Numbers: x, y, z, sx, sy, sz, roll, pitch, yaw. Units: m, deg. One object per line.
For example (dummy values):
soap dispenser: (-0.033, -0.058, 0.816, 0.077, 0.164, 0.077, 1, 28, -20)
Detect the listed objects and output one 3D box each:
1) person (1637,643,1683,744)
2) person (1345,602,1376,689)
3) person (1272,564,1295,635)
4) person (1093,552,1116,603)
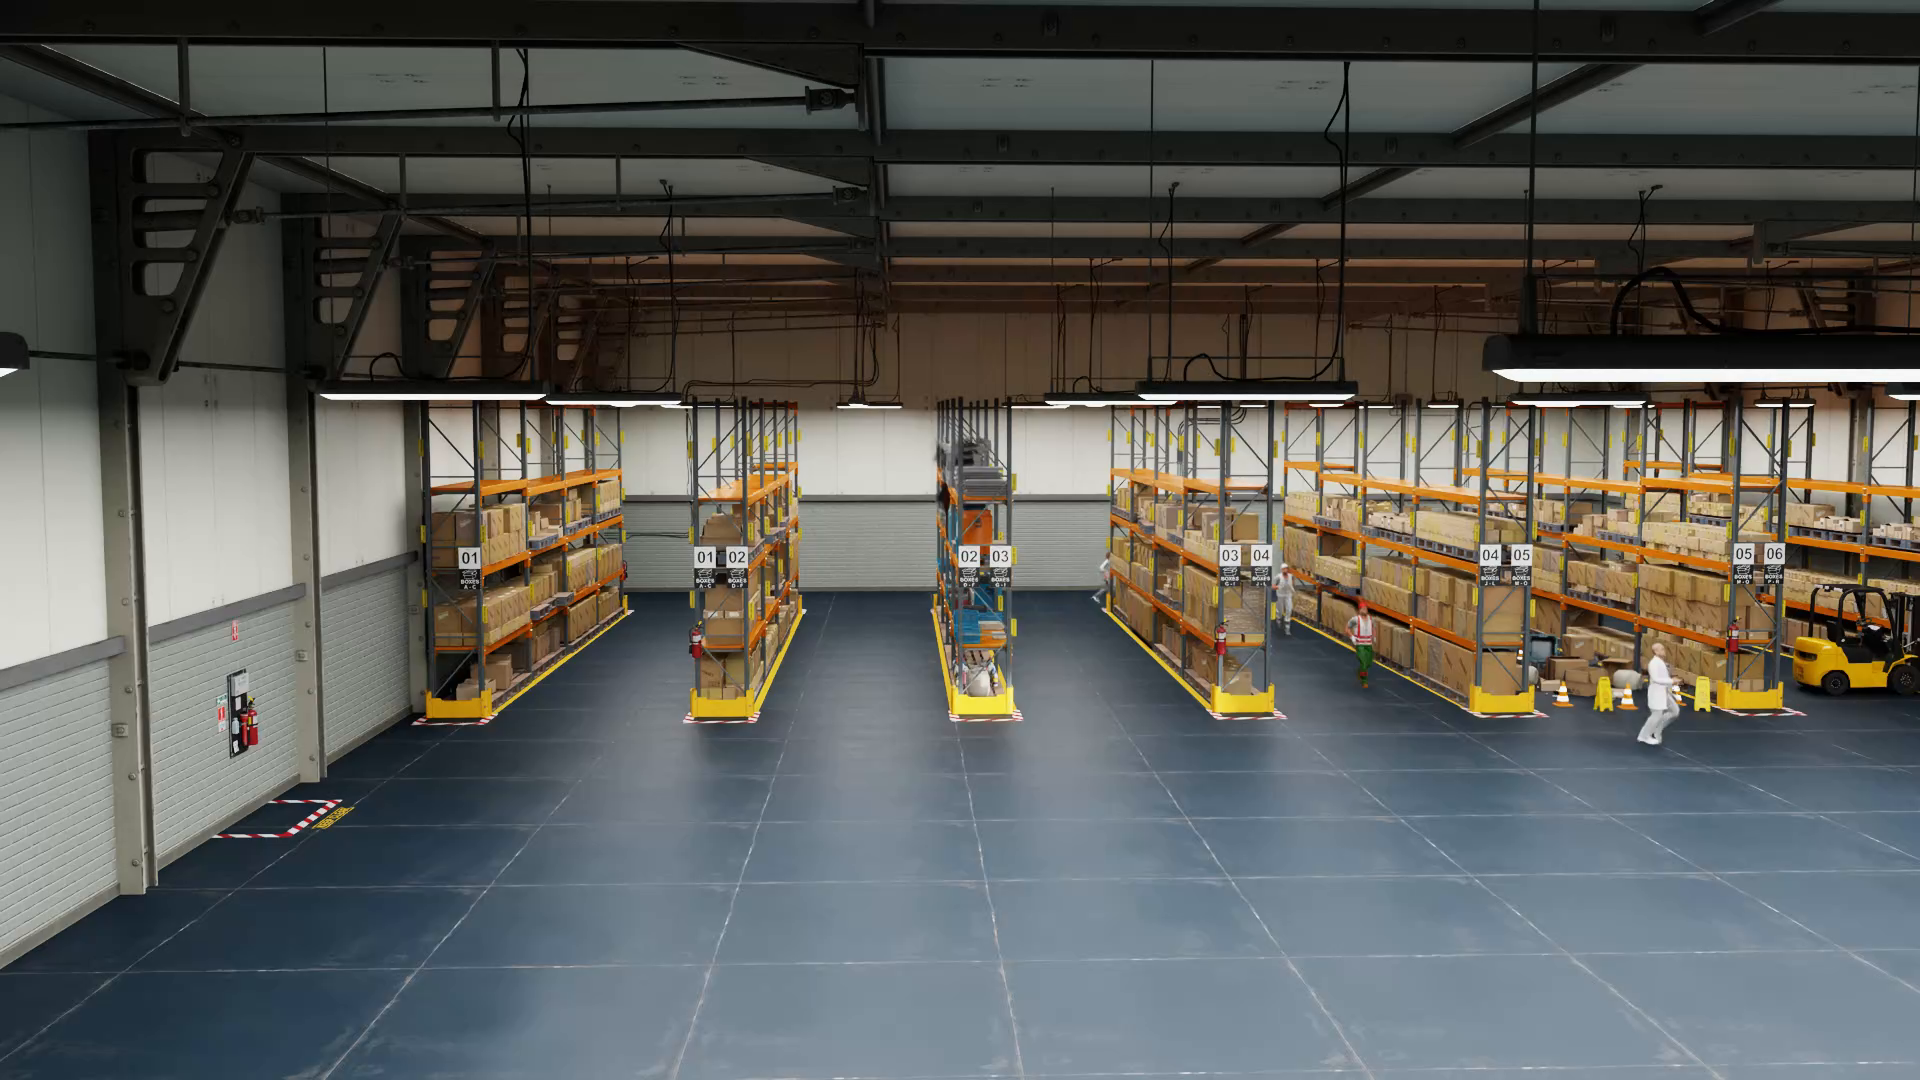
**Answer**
person: (12.028, 2.641, 28.512, 0.723, 1.751, 0.703, 4, 6, 42)
person: (8.351, 2.172, 34.572, 0.667, 1.767, 0.741, -1, 4, -11)
person: (8.368, 1.514, 43.007, 0.651, 1.838, 0.965, 0, 4, -3)
person: (4.347, 1.190, 49.024, 0.853, 1.507, 0.560, 1, 5, 11)
